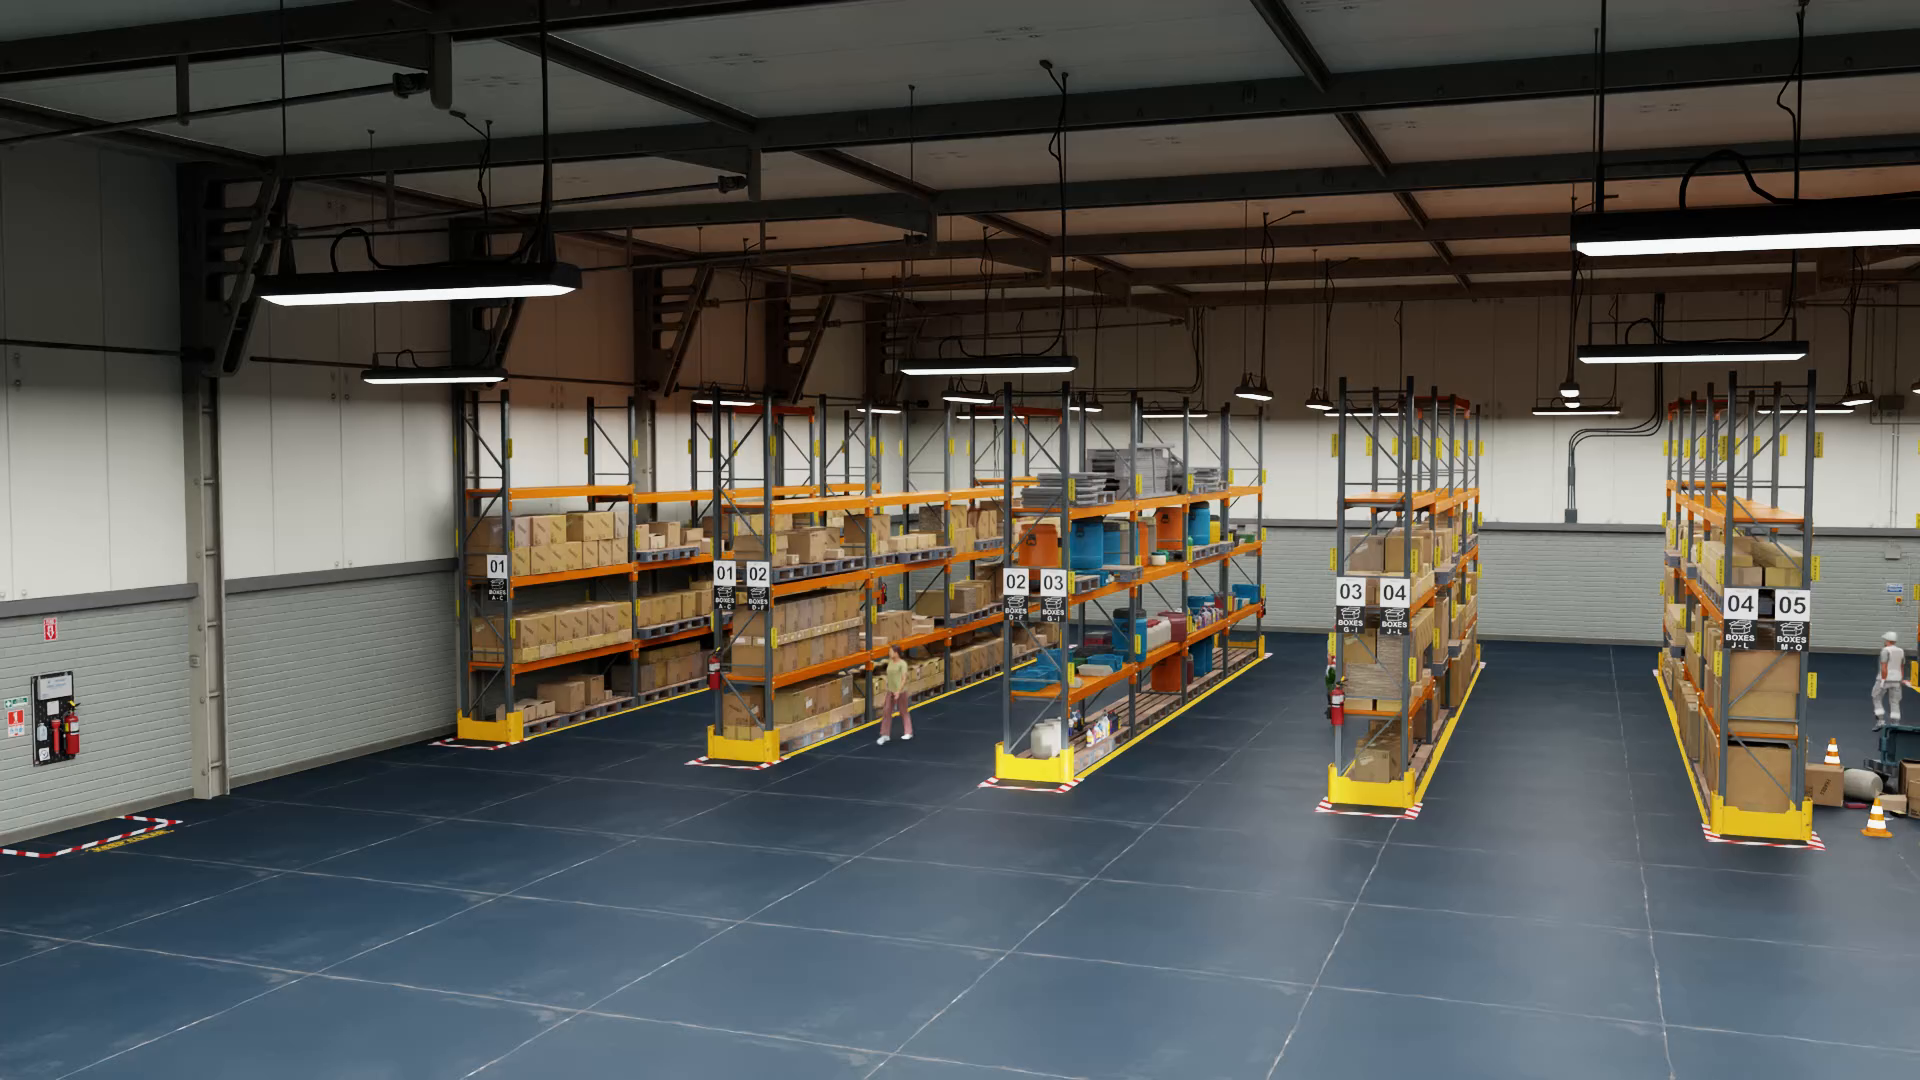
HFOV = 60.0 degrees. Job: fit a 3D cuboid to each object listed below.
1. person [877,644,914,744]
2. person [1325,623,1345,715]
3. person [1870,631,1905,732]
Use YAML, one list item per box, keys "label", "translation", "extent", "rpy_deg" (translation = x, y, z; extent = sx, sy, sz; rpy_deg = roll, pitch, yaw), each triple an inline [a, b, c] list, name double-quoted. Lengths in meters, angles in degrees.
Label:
- label: "person"
  translation: [-1.123, 2.605, 28.332]
  extent: [0.478, 1.651, 0.842]
  rpy_deg: [3, 4, 41]
- label: "person"
  translation: [7.079, 2.413, 30.990]
  extent: [0.527, 1.807, 0.543]
  rpy_deg: [0, 3, 7]
- label: "person"
  translation: [16.336, 2.514, 29.153]
  extent: [0.509, 1.806, 0.543]
  rpy_deg: [0, 3, 7]
